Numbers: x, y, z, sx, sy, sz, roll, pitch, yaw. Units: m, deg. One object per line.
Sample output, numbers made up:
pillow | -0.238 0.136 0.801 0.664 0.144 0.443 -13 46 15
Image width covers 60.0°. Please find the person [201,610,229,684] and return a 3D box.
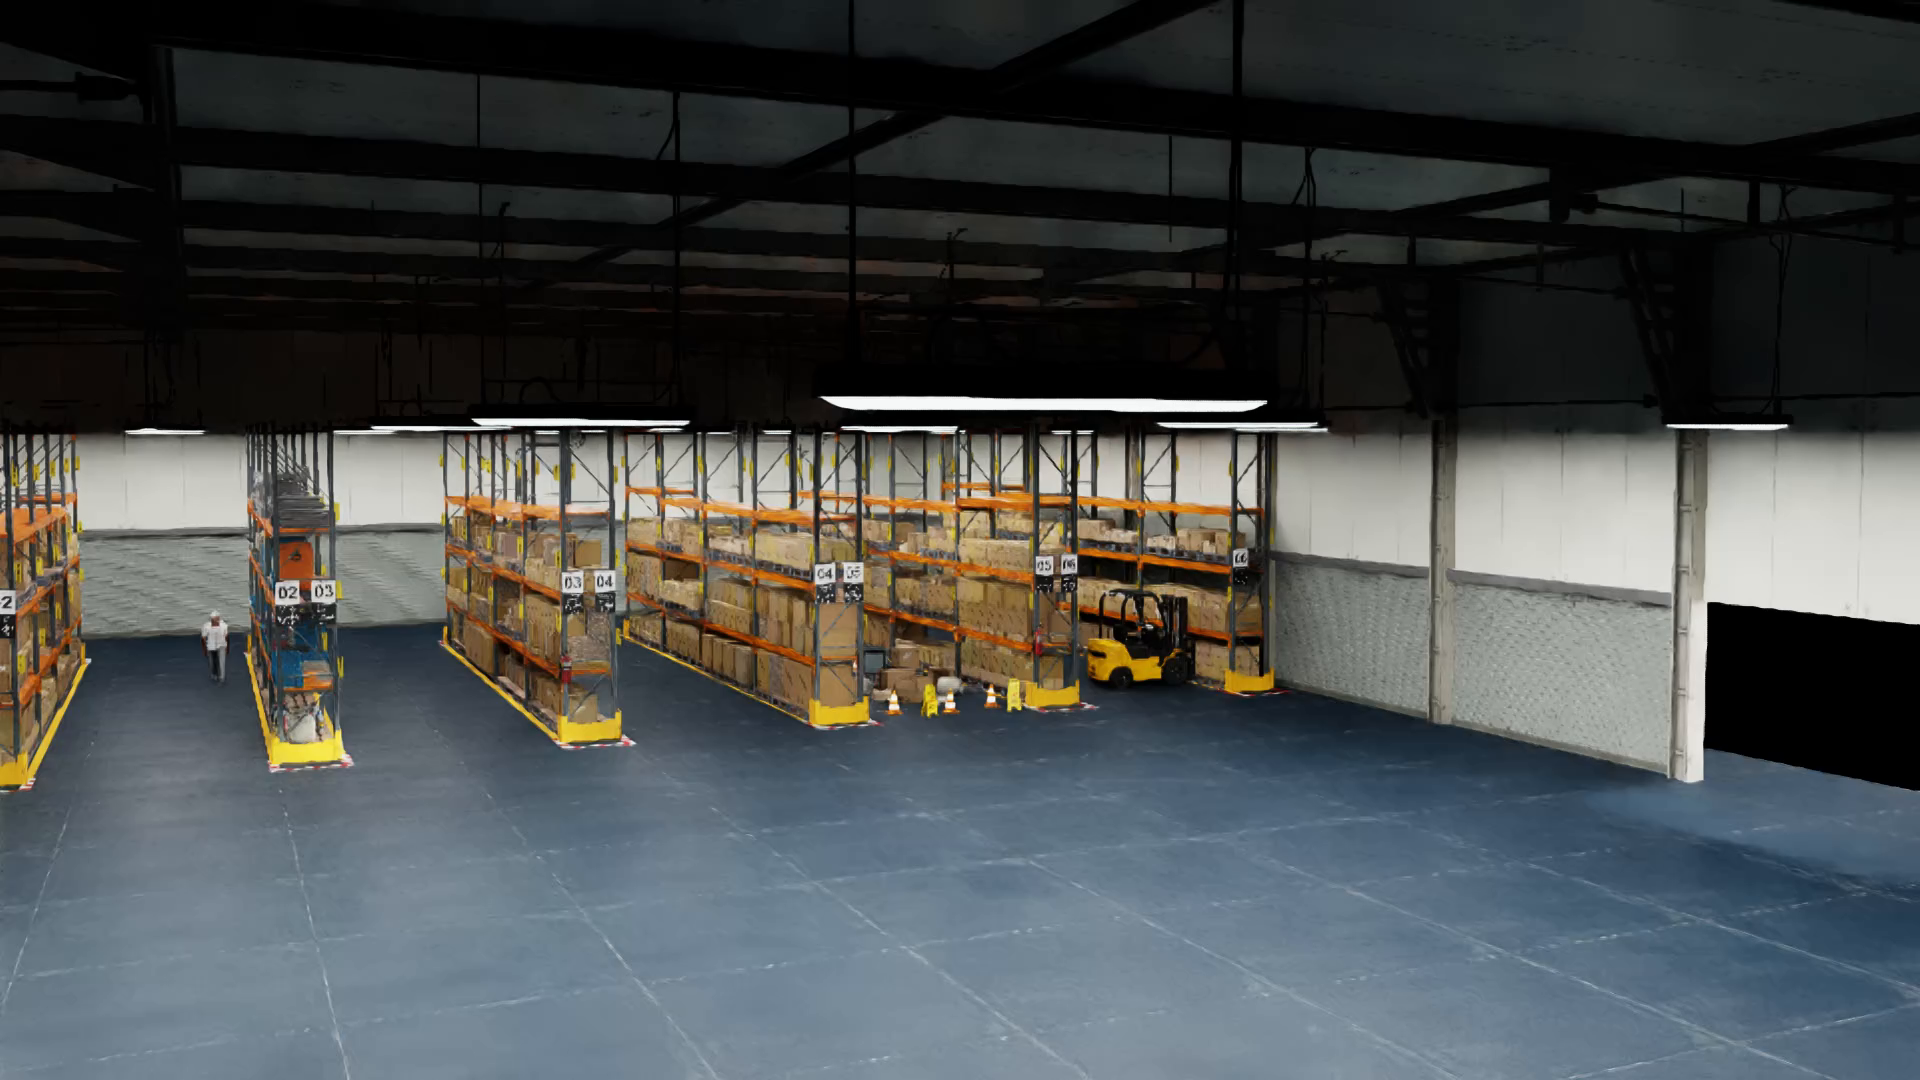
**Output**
person | -17.217 2.466 38.448 0.577 1.687 1.121 -1 4 -22

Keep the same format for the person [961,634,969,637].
person | 0.053 1.917 47.465 0.533 1.671 0.449 3 4 35
